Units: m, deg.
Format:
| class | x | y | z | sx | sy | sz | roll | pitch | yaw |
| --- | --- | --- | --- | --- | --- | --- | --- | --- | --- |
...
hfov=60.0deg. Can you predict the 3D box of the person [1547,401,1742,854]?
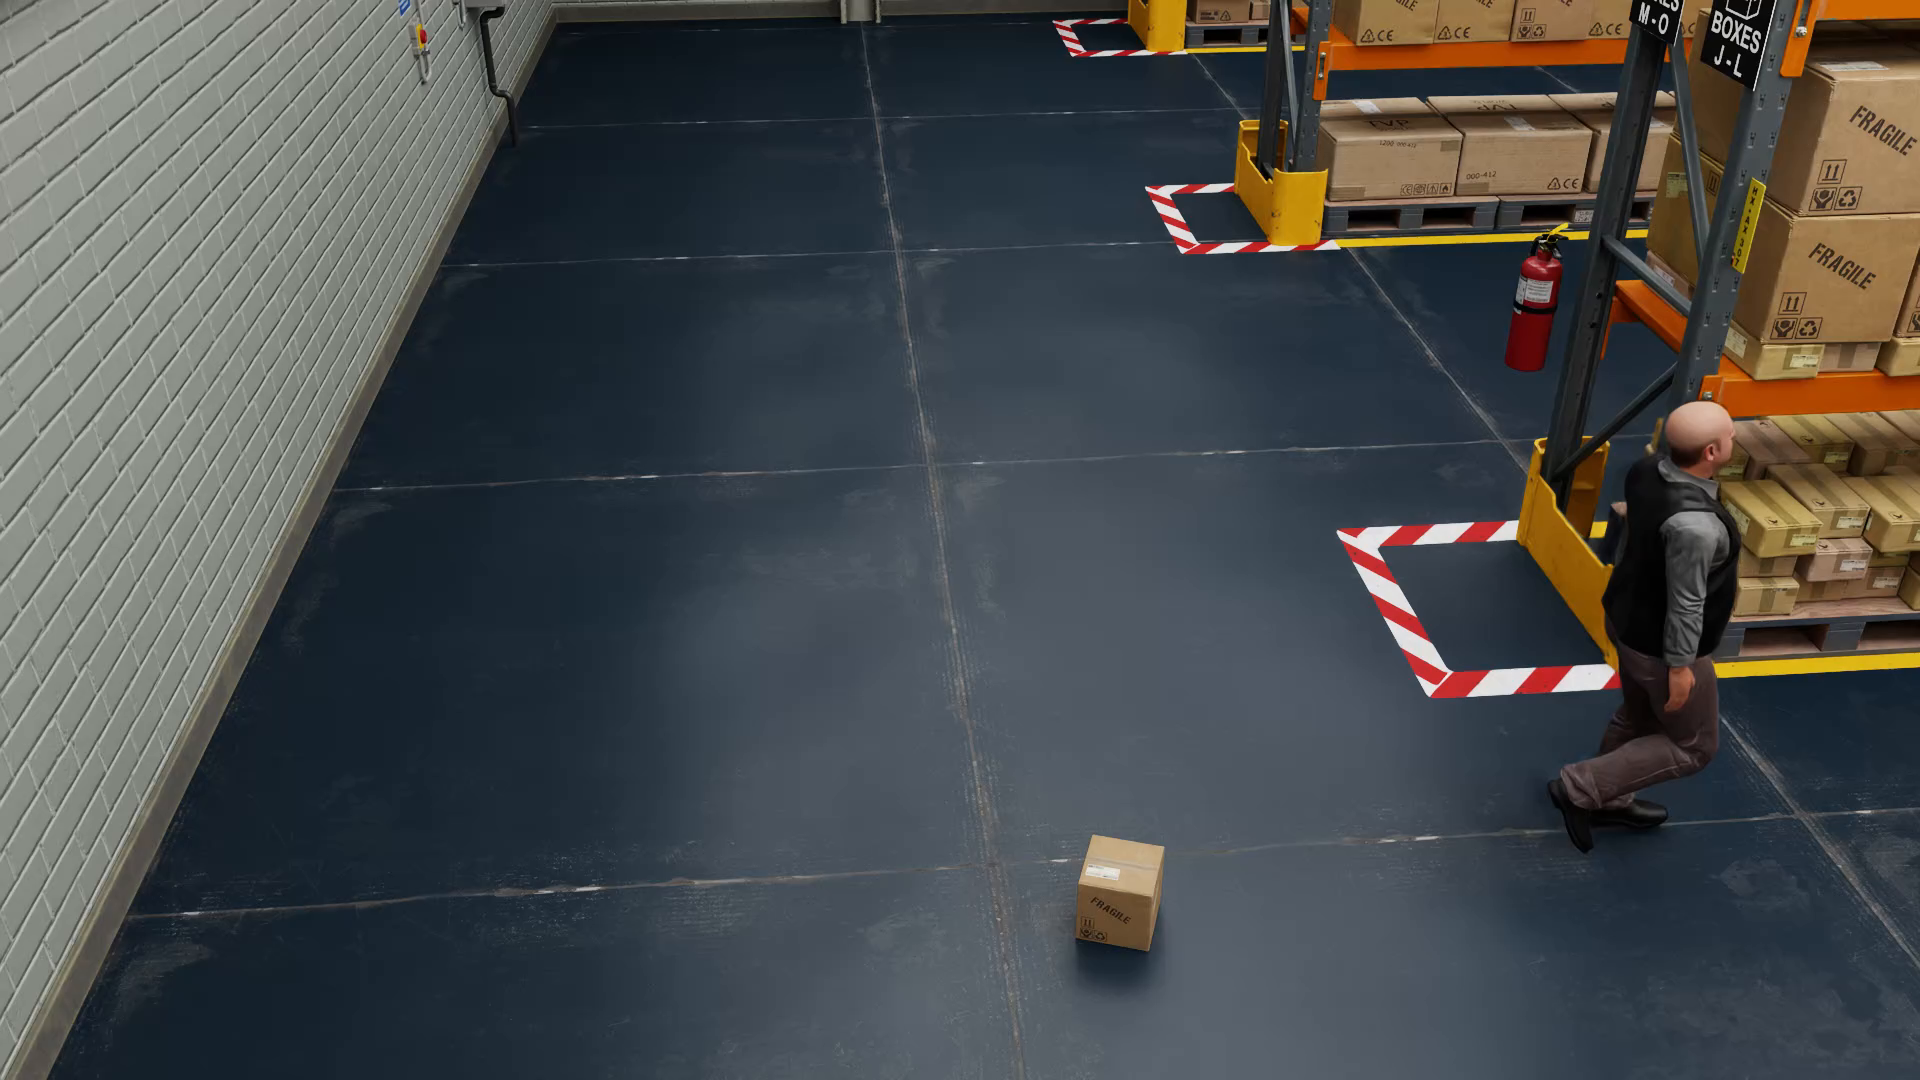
| class | x | y | z | sx | sy | sz | roll | pitch | yaw |
| --- | --- | --- | --- | --- | --- | --- | --- | --- | --- |
| person | 2.319 | 0.312 | 5.585 | 0.508 | 1.712 | 0.537 | 2 | 31 | 3 |
